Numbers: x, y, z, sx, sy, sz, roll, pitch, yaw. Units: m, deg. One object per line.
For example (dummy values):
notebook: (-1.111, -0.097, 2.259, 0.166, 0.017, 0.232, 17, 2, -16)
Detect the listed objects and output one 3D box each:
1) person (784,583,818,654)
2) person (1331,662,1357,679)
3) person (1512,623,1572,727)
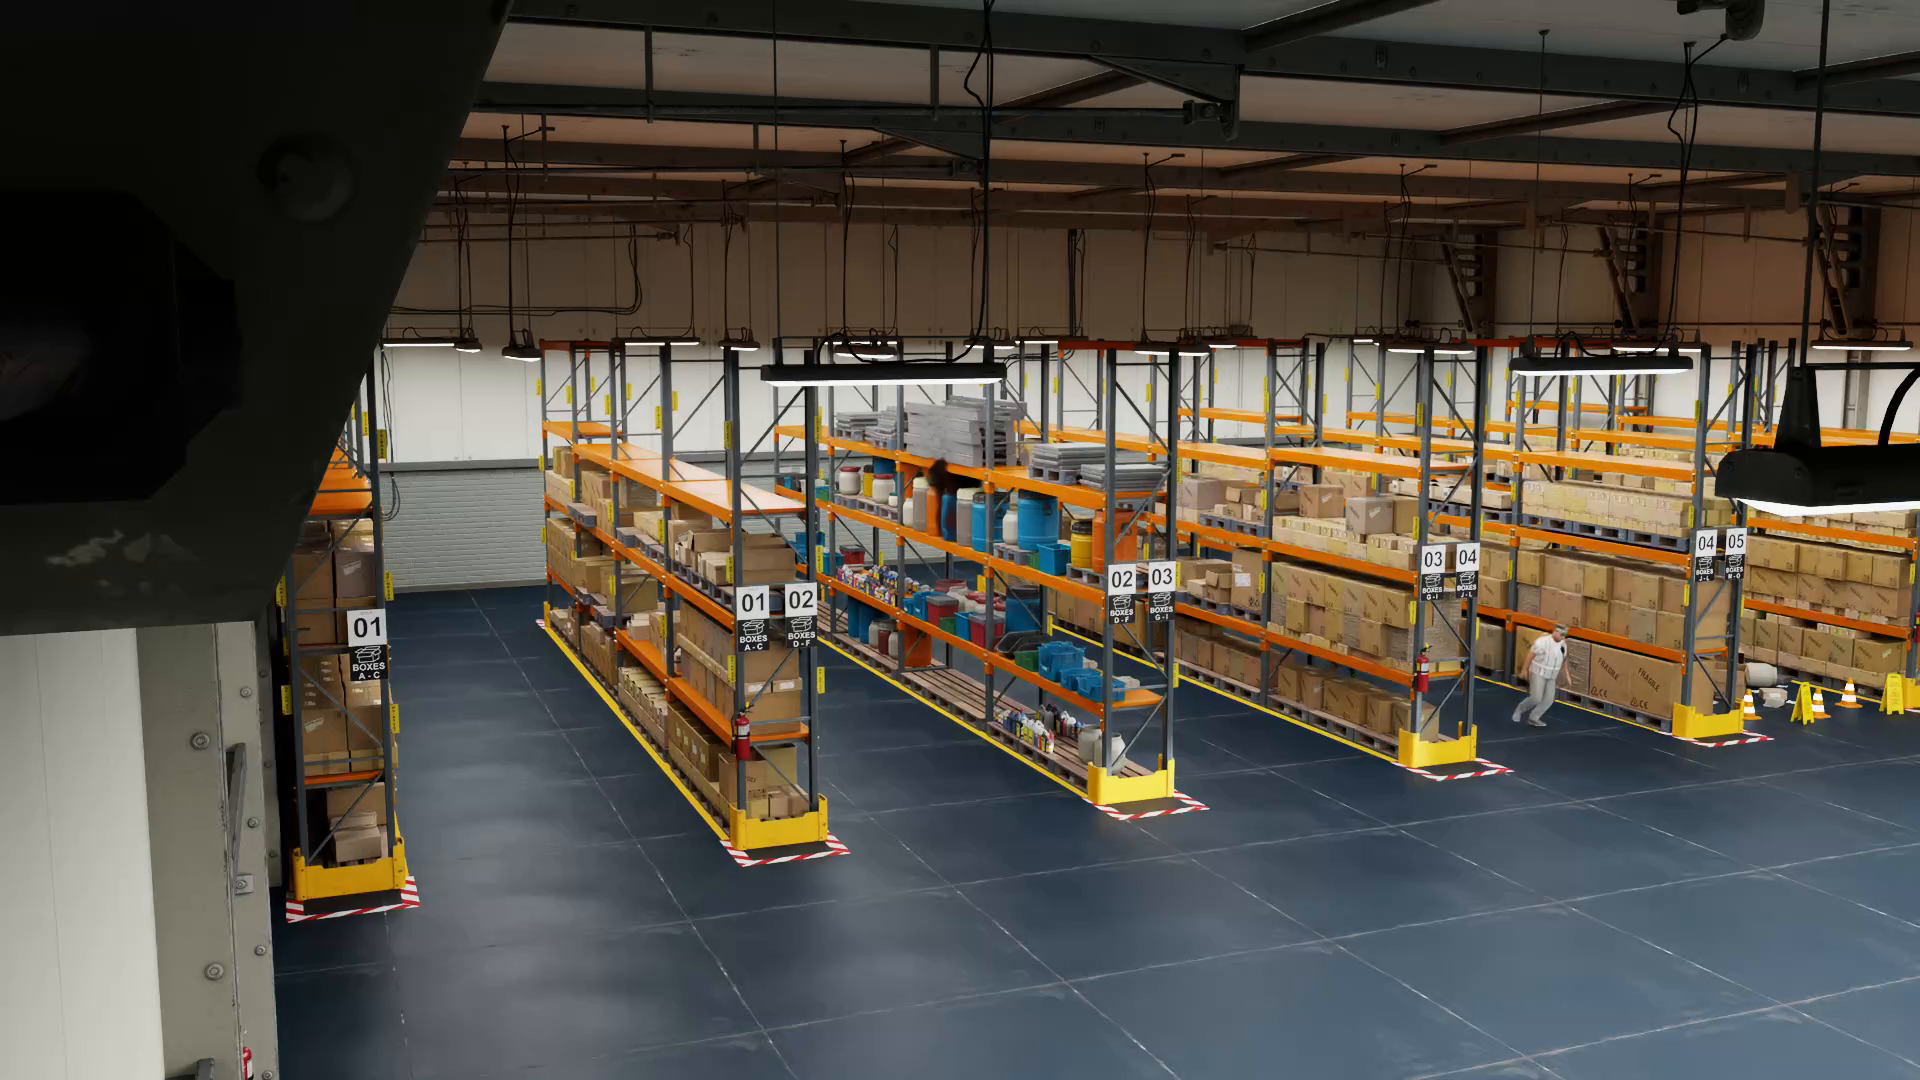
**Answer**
person: (-2.933, 1.484, 30.532, 0.655, 1.479, 0.723, -3, 8, -24)
person: (6.956, 1.676, 29.534, 0.787, 1.720, 0.674, -1, 7, -7)
person: (9.145, 2.111, 26.095, 0.792, 1.660, 0.648, -3, 8, -20)
